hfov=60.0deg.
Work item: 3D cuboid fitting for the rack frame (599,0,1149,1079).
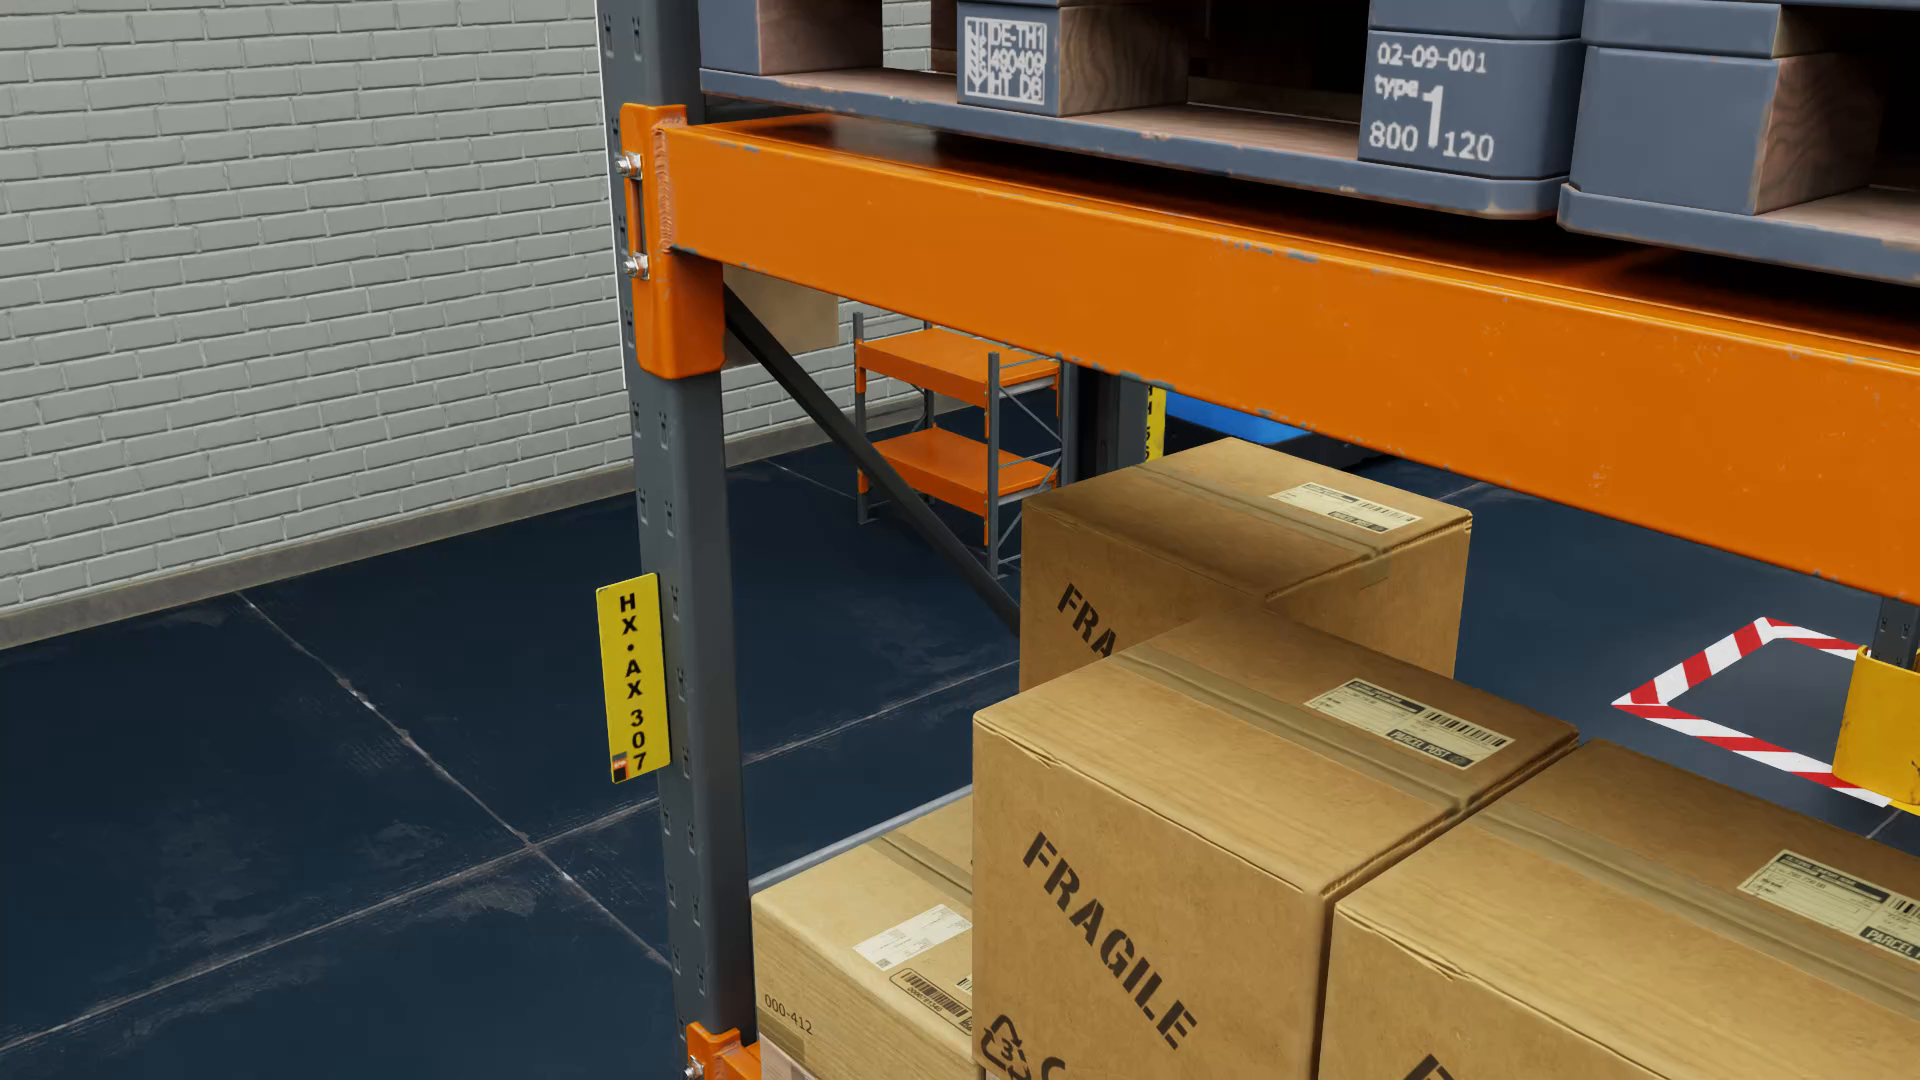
[{"bbox_3d":[-0.069,0.521,3.040,0.949,2.616,0.053,-17,27,-37],"label":"rack frame"}]

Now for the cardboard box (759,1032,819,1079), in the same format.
[{"bbox_3d":[-0.090,0.816,2.633,0.380,0.149,0.250,-17,27,-37],"label":"cardboard box"}]

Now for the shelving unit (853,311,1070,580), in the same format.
[{"bbox_3d":[-0.004,-0.526,8.284,0.538,1.125,1.048,-17,27,-37],"label":"shelving unit"}]

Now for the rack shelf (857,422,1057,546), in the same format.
[{"bbox_3d":[-0.004,-0.298,8.373,0.538,0.278,1.000,-17,27,-37],"label":"rack shelf"}]

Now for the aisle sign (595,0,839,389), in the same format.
[{"bbox_3d":[-0.346,-0.637,2.433,0.394,0.787,0.004,-17,27,-37],"label":"aisle sign"}]

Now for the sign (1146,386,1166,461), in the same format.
[{"bbox_3d":[0.348,-0.253,3.104,0.100,0.325,0.005,-17,27,-37],"label":"sign"}]

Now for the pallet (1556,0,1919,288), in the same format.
[{"bbox_3d":[1.221,-0.294,1.129,1.003,0.211,1.213,-17,27,-37],"label":"pallet"}]

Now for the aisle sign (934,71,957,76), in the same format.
[{"bbox_3d":[0.109,-0.780,2.797,0.394,0.787,0.004,-17,27,-37],"label":"aisle sign"}]

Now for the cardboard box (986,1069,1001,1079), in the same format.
[{"bbox_3d":[0.381,0.792,2.146,0.500,0.250,0.500,-18,28,-38],"label":"cardboard box"}]

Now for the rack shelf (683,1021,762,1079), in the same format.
[{"bbox_3d":[1.234,1.410,1.759,1.077,0.370,4.000,-17,27,-37],"label":"rack shelf"}]

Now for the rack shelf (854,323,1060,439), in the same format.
[{"bbox_3d":[-0.004,-0.798,8.177,0.538,0.278,1.000,-17,27,-37],"label":"rack shelf"}]

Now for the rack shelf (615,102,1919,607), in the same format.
[{"bbox_3d":[1.234,0.013,1.212,1.077,0.370,4.000,-17,27,-37],"label":"rack shelf"}]

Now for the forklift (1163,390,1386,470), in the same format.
[{"bbox_3d":[2.502,-2.061,9.727,3.031,2.935,1.130,-16,26,-35],"label":"forklift"}]

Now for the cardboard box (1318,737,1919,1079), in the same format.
[{"bbox_3d":[0.706,0.581,1.657,0.500,0.500,0.500,-18,28,-39],"label":"cardboard box"}]

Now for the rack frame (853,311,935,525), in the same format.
[{"bbox_3d":[-0.336,-0.666,8.642,0.500,1.125,0.032,-17,27,-37],"label":"rack frame"}]

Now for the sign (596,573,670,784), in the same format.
[{"bbox_3d":[-0.496,0.213,2.533,0.100,0.325,0.005,-17,27,-37],"label":"sign"}]

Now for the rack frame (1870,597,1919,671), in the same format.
[{"bbox_3d":[3.752,-0.631,5.982,1.000,3.000,0.127,-17,27,-37],"label":"rack frame"}]

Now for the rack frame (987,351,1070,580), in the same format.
[{"bbox_3d":[0.327,-0.385,7.925,0.500,1.125,0.032,-17,27,-37],"label":"rack frame"}]

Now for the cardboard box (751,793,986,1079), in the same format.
[{"bbox_3d":[0.037,0.650,2.509,0.500,0.250,0.500,-18,28,-39],"label":"cardboard box"}]

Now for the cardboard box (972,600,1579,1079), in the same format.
[{"bbox_3d":[0.363,0.439,2.019,0.500,0.500,0.500,-18,28,-39],"label":"cardboard box"}]

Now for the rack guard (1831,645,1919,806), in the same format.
[{"bbox_3d":[3.801,0.554,6.384,1.175,0.500,0.348,-17,27,-37],"label":"rack guard"}]

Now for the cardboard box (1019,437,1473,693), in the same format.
[{"bbox_3d":[0.445,0.176,2.691,0.500,0.500,0.500,-17,27,-37],"label":"cardboard box"}]

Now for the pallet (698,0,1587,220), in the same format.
[{"bbox_3d":[0.420,-0.631,1.990,1.003,0.211,1.213,-17,27,-37],"label":"pallet"}]
